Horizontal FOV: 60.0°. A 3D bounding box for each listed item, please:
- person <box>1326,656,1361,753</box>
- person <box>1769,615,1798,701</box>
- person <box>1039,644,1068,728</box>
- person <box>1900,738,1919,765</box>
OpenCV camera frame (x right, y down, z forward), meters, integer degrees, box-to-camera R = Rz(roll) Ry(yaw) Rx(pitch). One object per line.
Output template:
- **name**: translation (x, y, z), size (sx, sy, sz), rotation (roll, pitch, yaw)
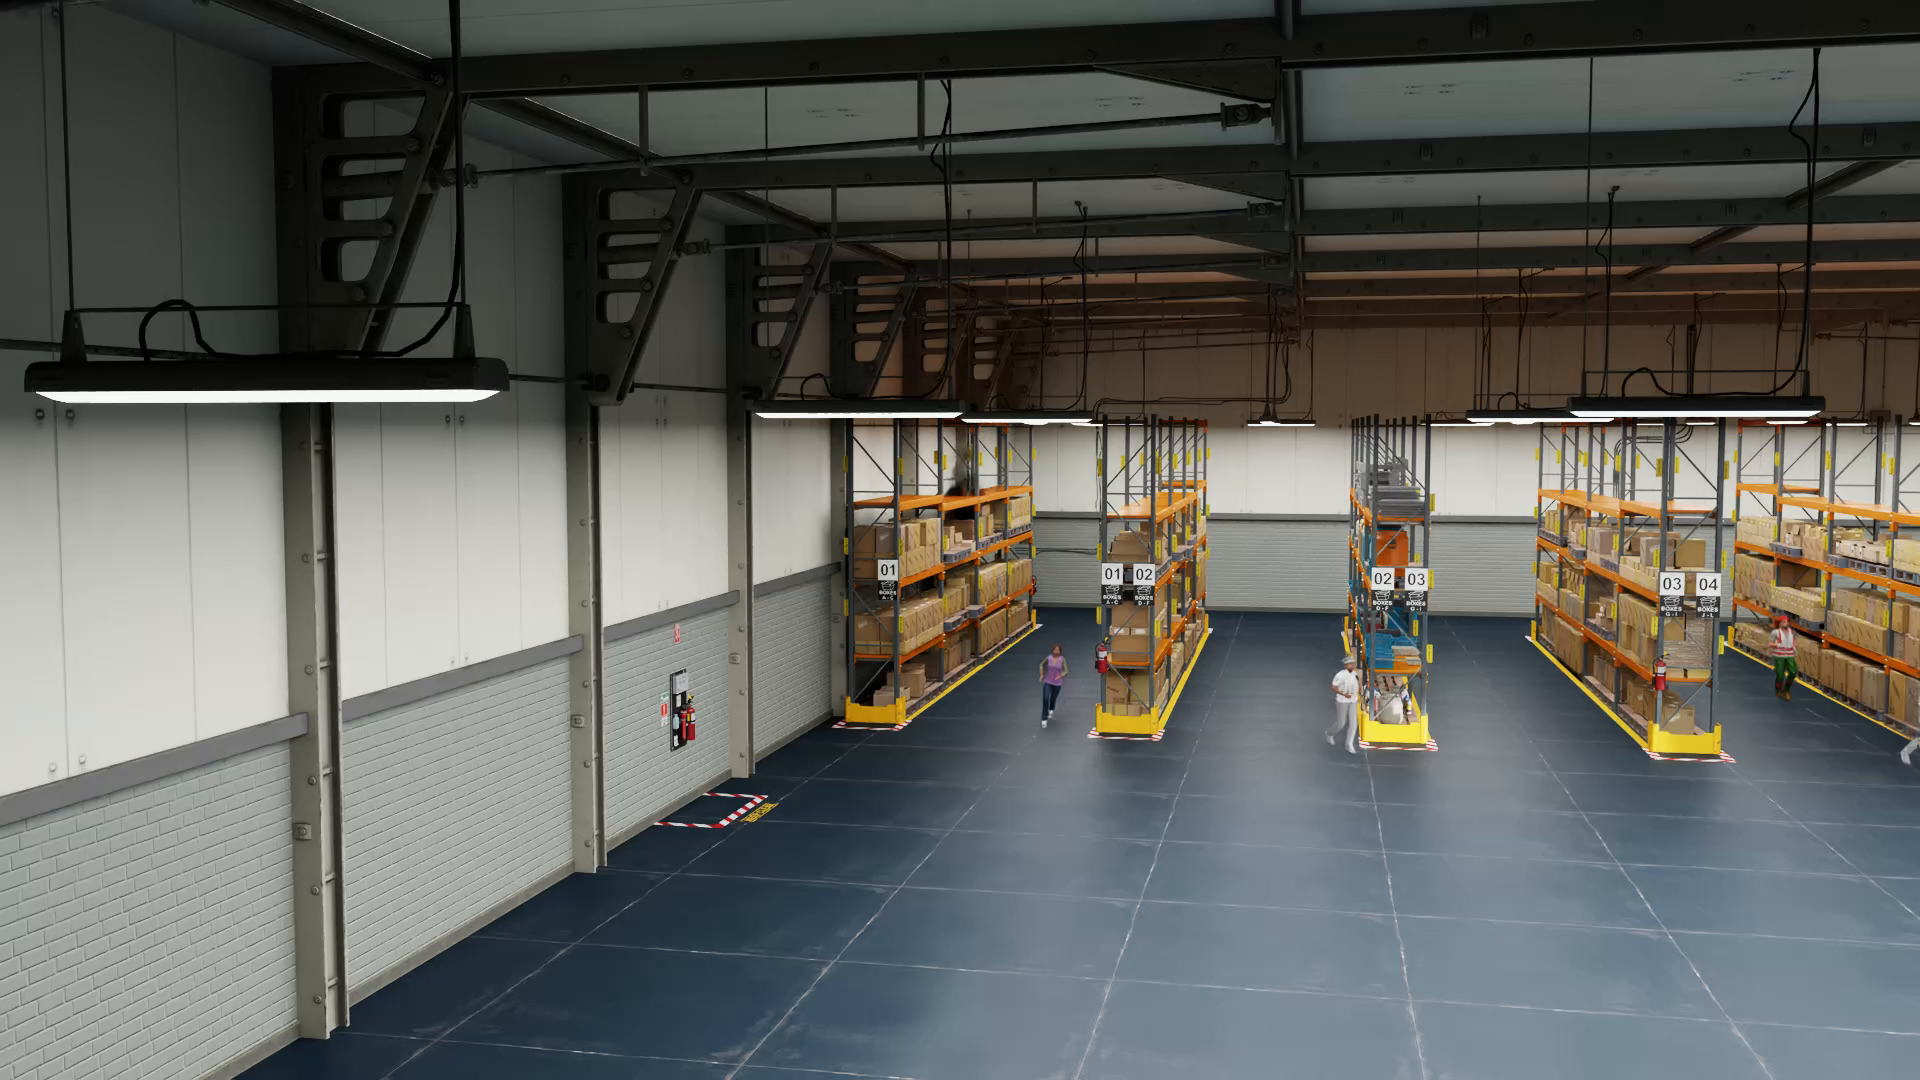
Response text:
- **person**: translation (6.910, 2.911, 29.736), size (0.603, 1.705, 0.761), rotation (-1, 4, -20)
- **person**: translation (17.438, 2.497, 35.130), size (0.634, 1.795, 0.655), rotation (1, 4, 10)
- **person**: translation (1.817, 2.799, 32.277), size (0.574, 1.584, 0.788), rotation (0, 4, 7)
- **person**: translation (16.336, 3.019, 27.942), size (0.646, 1.679, 0.900), rotation (-2, 4, -23)
